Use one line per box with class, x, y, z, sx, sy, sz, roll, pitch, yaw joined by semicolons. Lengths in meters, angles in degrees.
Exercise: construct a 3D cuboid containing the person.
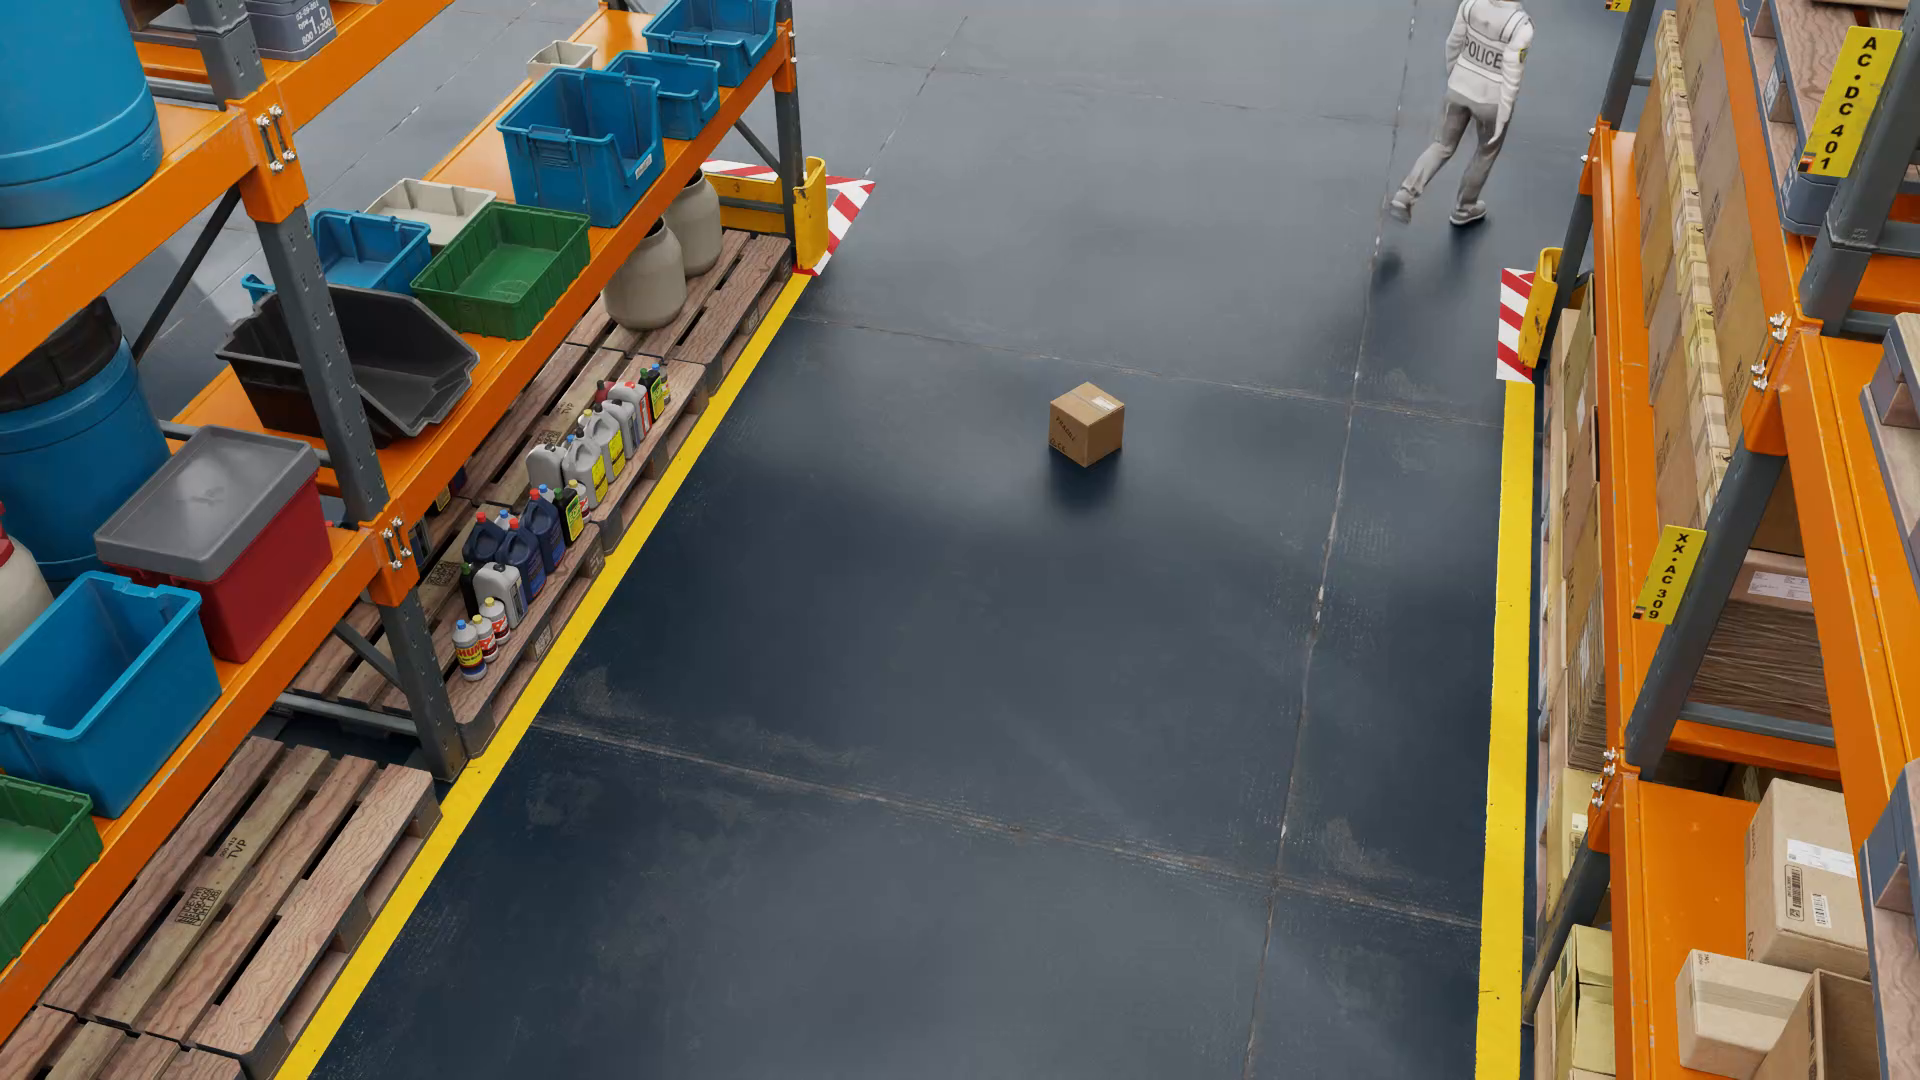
person;2.741;-2.345;8.824;0.763;1.640;0.495;-31;50;-31
